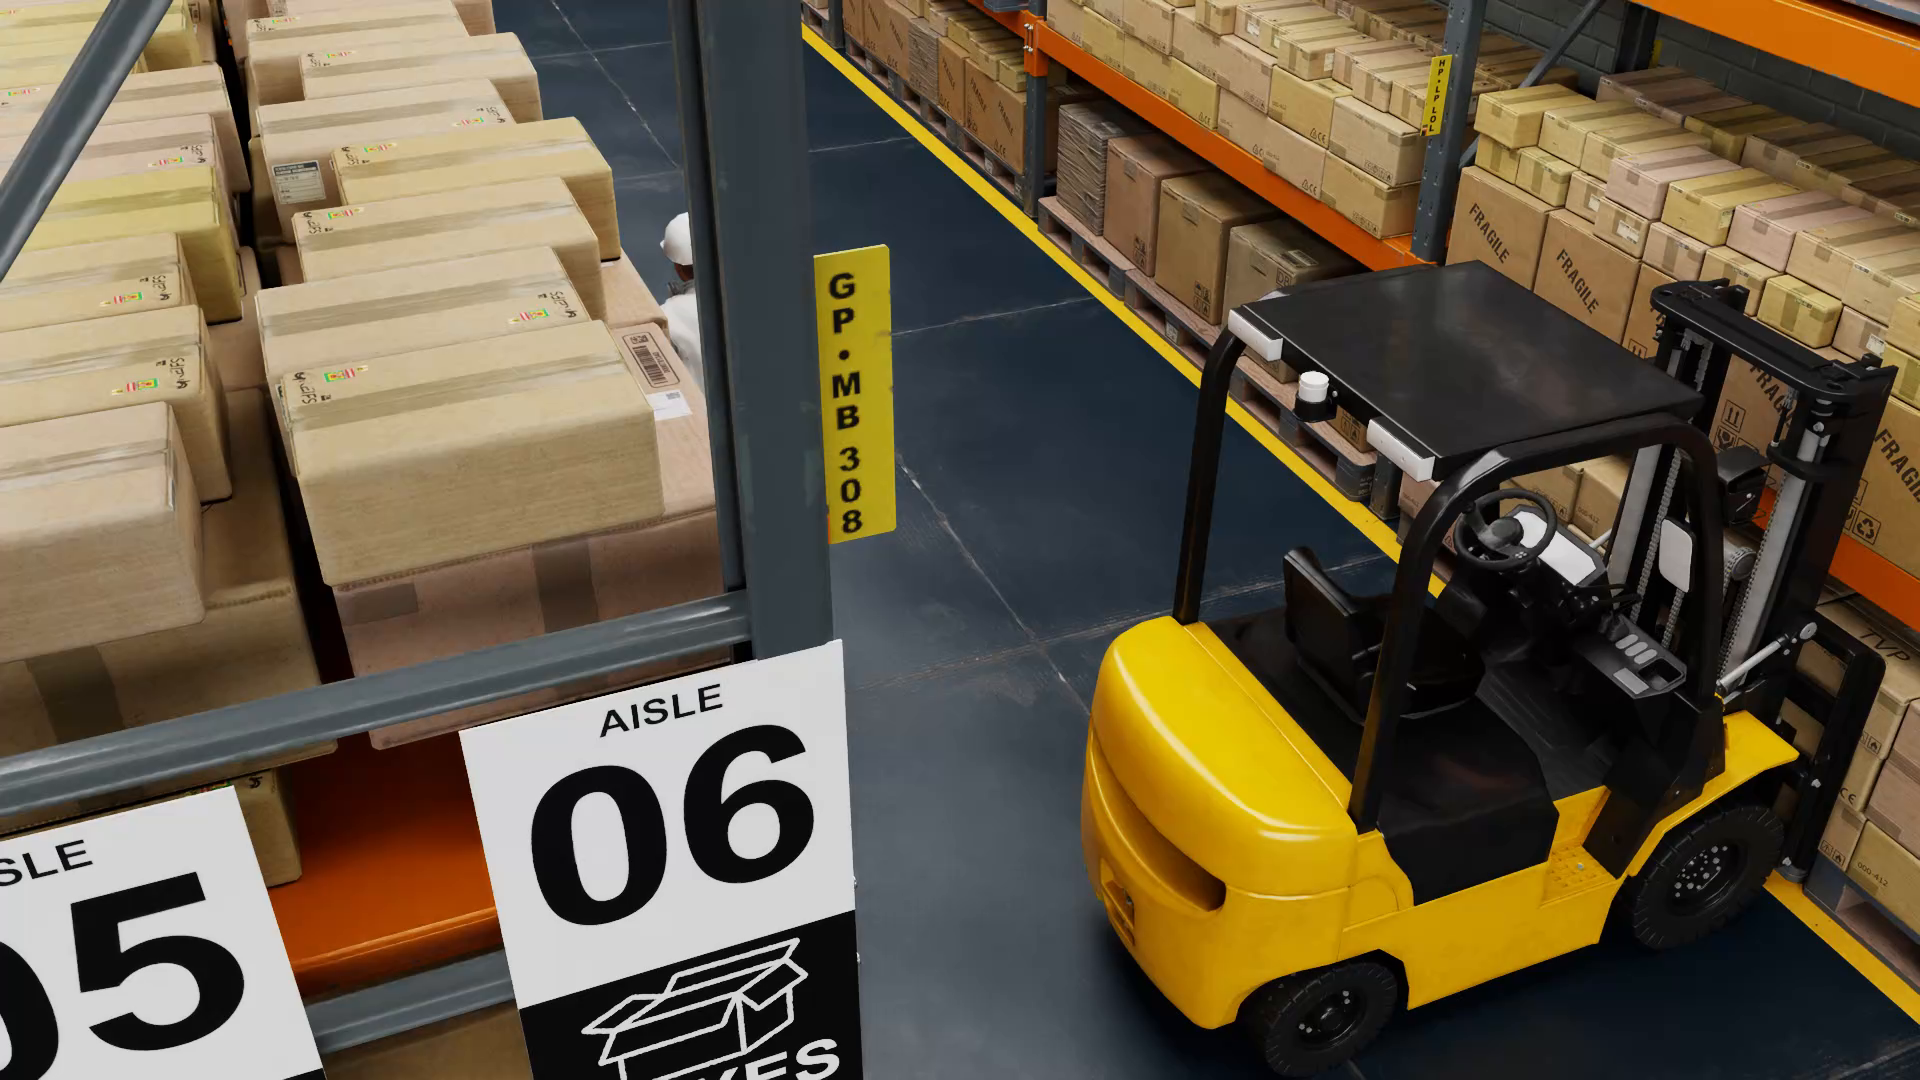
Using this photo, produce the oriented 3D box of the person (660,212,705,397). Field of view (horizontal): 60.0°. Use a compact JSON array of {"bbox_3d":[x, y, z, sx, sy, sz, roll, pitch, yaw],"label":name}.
[{"bbox_3d":[-0.996,-0.491,6.863,0.595,1.772,0.460,-15,36,-22],"label":"person"}]
